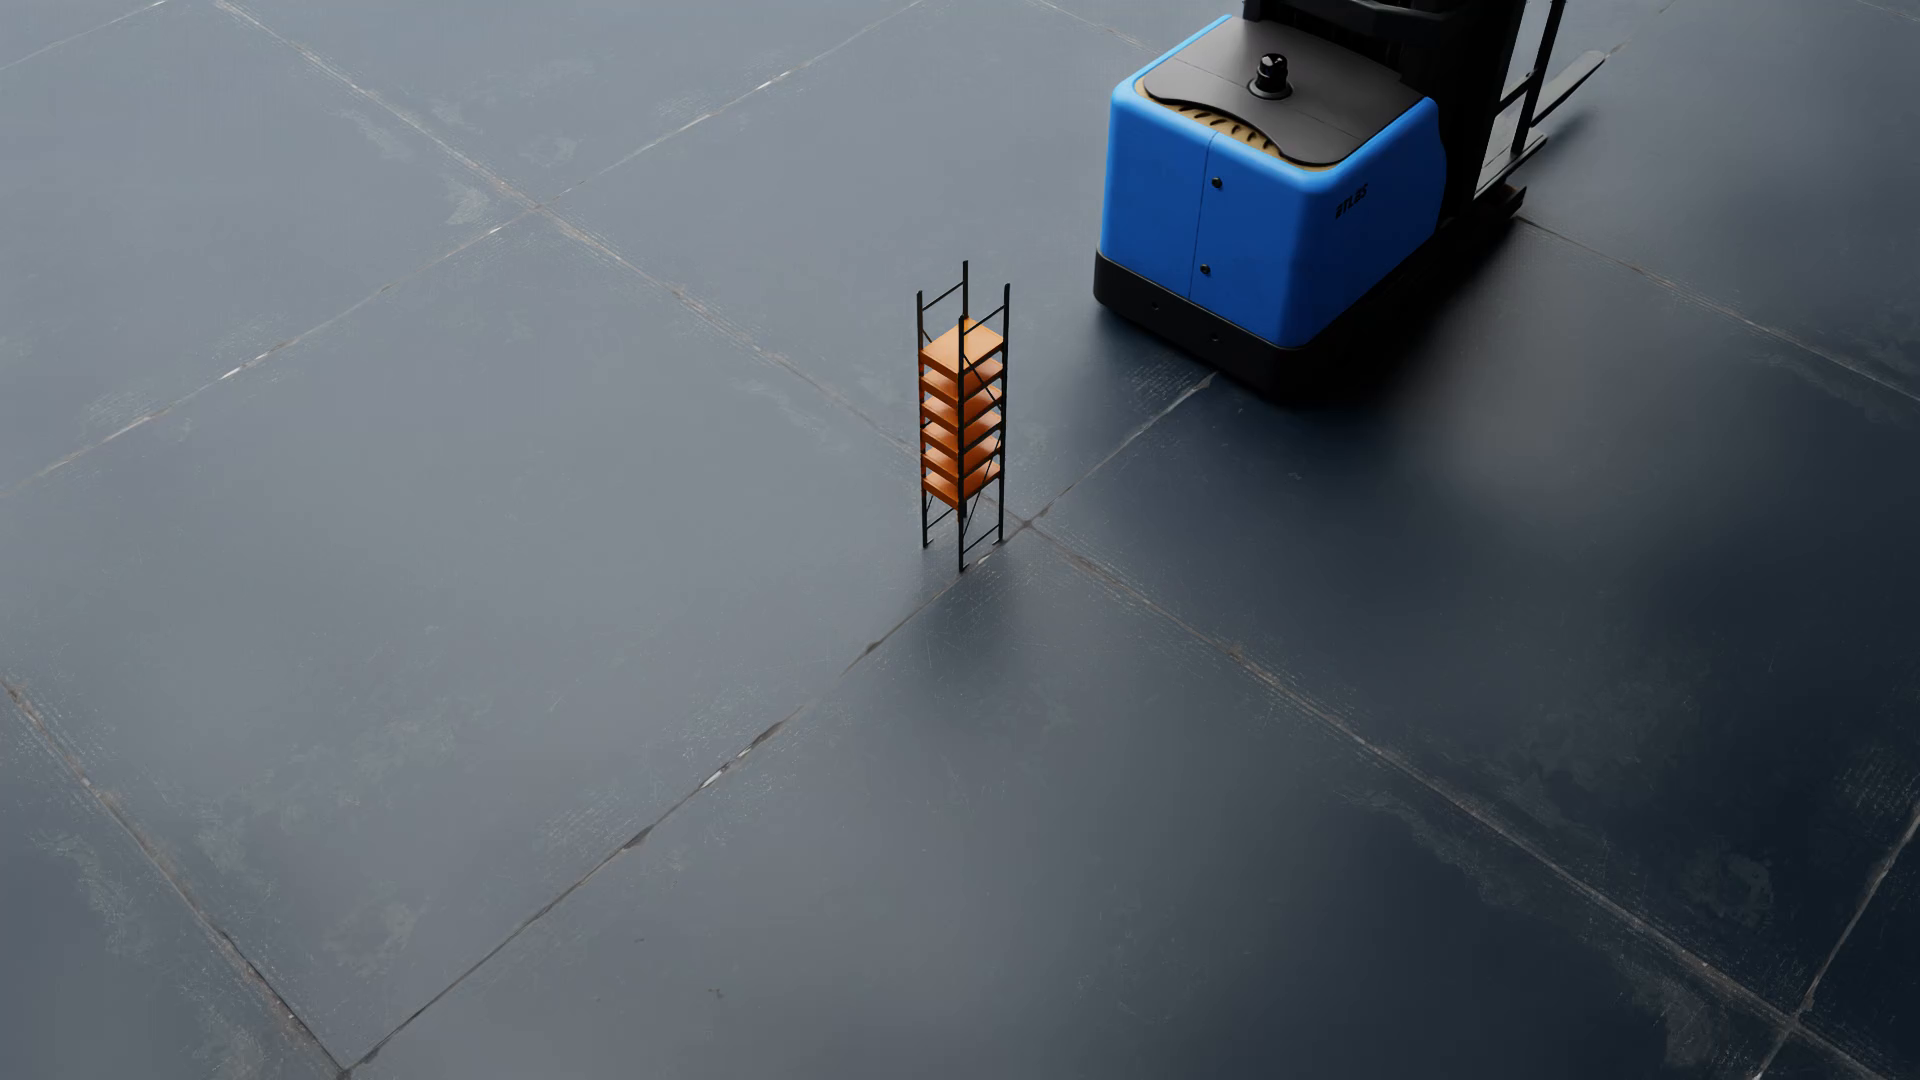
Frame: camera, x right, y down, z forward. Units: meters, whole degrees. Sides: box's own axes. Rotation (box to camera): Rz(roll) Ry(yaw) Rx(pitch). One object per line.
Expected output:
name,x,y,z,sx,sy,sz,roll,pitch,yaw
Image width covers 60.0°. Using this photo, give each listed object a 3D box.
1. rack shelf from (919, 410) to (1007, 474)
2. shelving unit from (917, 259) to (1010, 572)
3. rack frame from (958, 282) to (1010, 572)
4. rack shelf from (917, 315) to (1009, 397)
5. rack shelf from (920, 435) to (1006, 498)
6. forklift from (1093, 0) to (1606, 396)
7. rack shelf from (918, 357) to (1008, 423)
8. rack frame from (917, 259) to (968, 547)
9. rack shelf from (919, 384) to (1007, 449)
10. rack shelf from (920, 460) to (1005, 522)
rack shelf,0.011,-0.373,5.838,0.180,0.103,0.258,34,55,28
shelving unit,0.011,-0.404,5.806,0.189,1.200,0.258,34,55,28
rack frame,0.078,-0.358,5.763,0.006,1.200,0.240,34,55,28
rack shelf,0.011,-0.620,5.576,0.180,0.103,0.258,34,55,28
rack shelf,0.011,-0.291,5.926,0.180,0.103,0.258,34,55,28
forklift,1.927,-2.581,6.663,1.130,2.935,3.031,33,55,27
rack shelf,0.011,-0.537,5.663,0.180,0.103,0.258,34,55,28
rack frame,-0.057,-0.449,5.848,0.006,1.200,0.240,34,55,28
rack shelf,0.011,-0.455,5.751,0.180,0.103,0.258,34,55,28
rack shelf,0.011,-0.209,6.013,0.180,0.103,0.258,34,55,28
